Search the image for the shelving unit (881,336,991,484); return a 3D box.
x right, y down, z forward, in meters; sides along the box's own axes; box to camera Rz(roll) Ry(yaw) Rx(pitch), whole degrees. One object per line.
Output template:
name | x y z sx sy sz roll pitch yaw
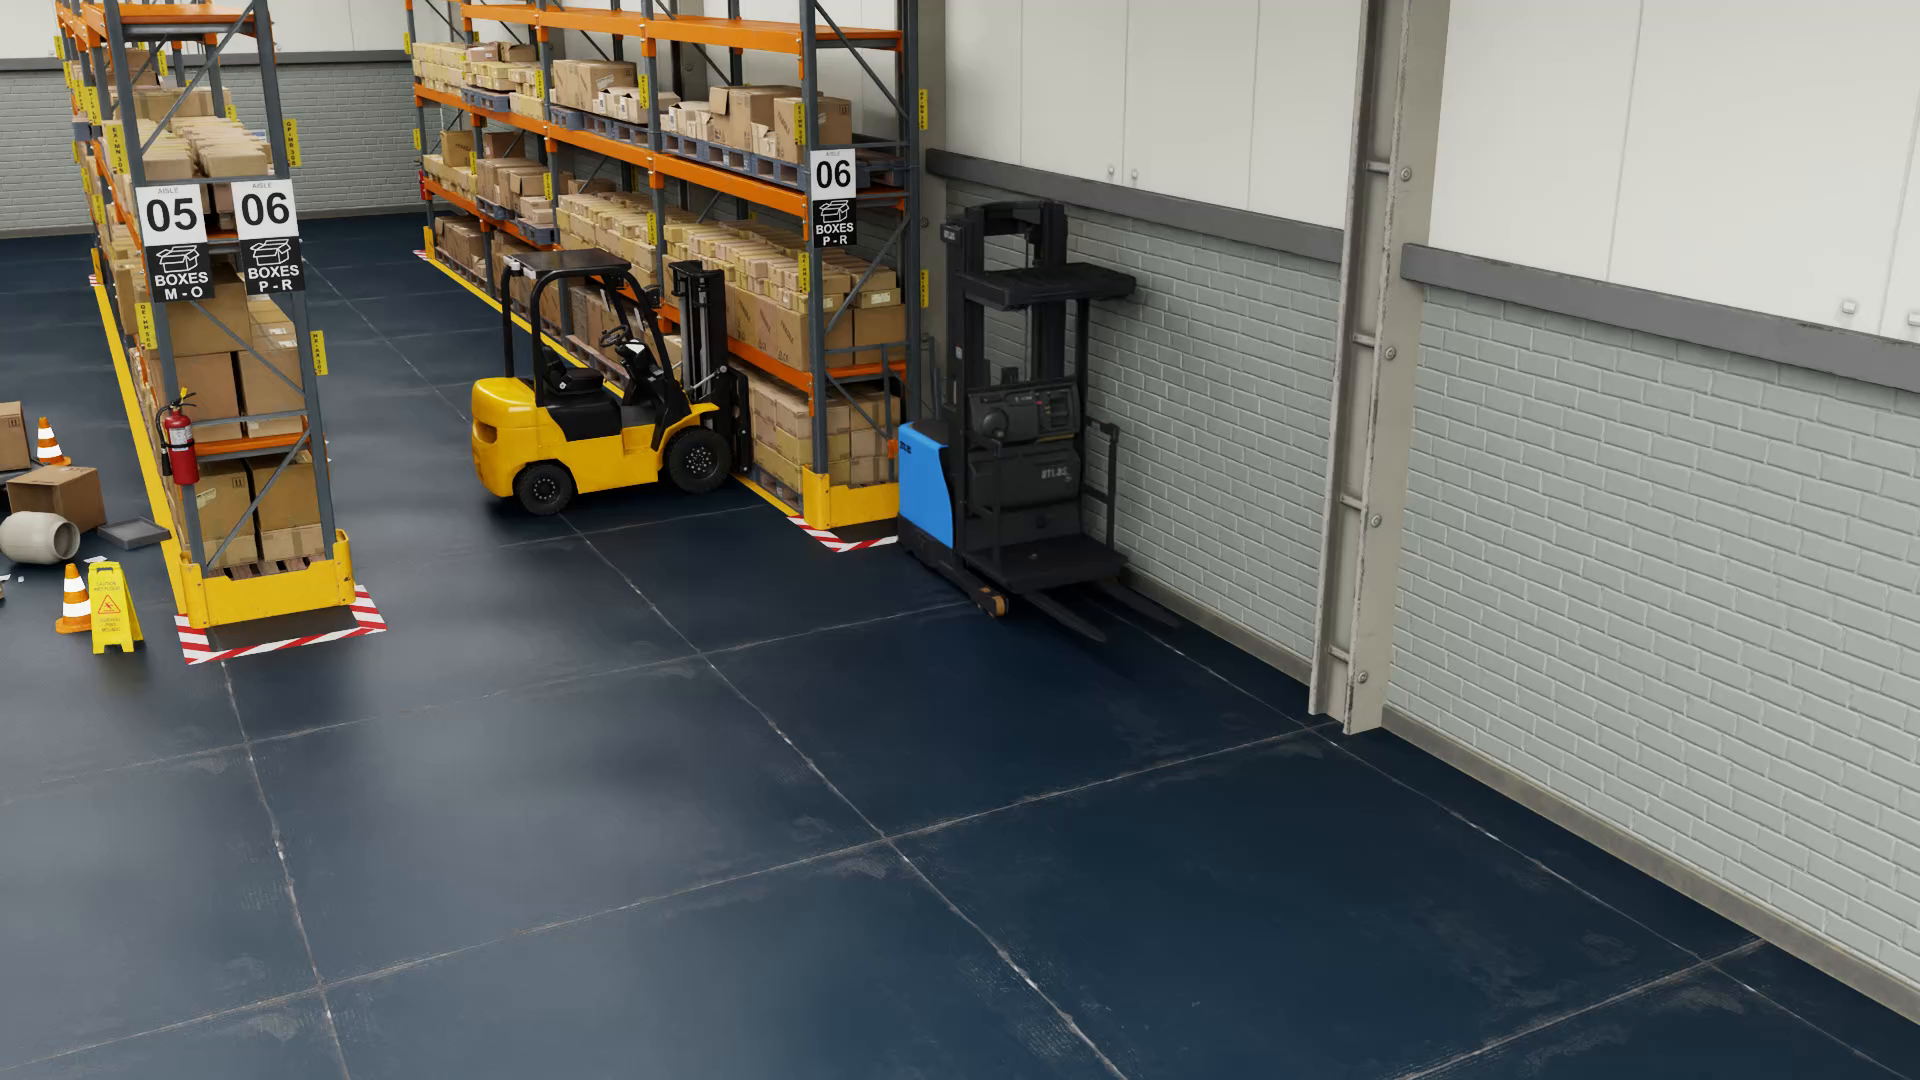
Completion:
shelving unit | -0.191 -0.885 14.270 0.587 1.500 1.083 -12 22 -25

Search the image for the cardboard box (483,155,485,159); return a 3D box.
cardboard box | -7.712 -6.068 26.892 0.500 0.250 0.500 -10 21 -26

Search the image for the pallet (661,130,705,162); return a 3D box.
pallet | -2.282 -3.928 16.453 1.003 0.211 1.213 -10 21 -27

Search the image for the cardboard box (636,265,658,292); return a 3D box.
cardboard box | -3.179 -2.826 17.952 0.500 0.250 0.500 -9 21 -25

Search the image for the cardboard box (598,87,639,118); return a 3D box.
cardboard box | -3.632 -4.805 18.197 0.500 0.311 0.500 -11 22 -28

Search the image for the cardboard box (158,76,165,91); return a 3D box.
cardboard box | -10.272 -5.673 20.868 0.500 0.311 0.500 -10 21 -27

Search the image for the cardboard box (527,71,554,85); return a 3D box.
cardboard box | -5.235 -5.830 20.993 0.380 0.149 0.250 -11 22 -28

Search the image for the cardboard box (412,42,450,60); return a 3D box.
cardboard box | -8.418 -7.795 26.532 0.500 0.250 0.500 -10 22 -27

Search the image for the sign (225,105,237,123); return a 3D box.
sign | -6.602 -3.771 15.071 0.100 0.325 0.005 -10 21 -27

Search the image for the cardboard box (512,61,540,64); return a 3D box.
cardboard box | -5.995 -6.566 23.094 0.380 0.149 0.250 -10 22 -28

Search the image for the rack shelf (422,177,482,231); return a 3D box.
rack shelf | -7.458 -5.323 26.062 1.077 0.370 4.000 -10 21 -27

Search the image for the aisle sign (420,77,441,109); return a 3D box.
aisle sign | -8.699 -7.440 27.110 0.394 0.787 0.004 -10 21 -27

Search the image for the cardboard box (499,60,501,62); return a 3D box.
cardboard box | -6.493 -6.999 24.226 0.500 0.250 0.500 -10 22 -27

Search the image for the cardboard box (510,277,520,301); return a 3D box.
cardboard box | -5.982 -3.637 23.261 0.500 0.500 0.500 -11 22 -28

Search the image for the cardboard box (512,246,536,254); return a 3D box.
cardboard box | -6.099 -4.052 23.471 0.380 0.149 0.250 -10 22 -28

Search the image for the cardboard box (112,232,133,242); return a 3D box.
cardboard box | -6.835 -2.373 14.268 0.700 0.500 0.500 -10 21 -26

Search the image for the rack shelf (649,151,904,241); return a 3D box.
rack shelf | -1.760 -3.296 15.590 1.077 0.370 4.000 -10 21 -27

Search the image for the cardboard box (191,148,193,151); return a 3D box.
cardboard box | -6.159 -3.132 13.784 0.500 0.250 0.500 -10 22 -28

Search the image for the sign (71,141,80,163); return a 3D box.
sign | -13.266 -5.830 24.979 0.100 0.325 0.005 -10 21 -27

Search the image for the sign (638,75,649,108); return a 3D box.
sign | -3.182 -4.517 16.749 0.100 0.325 0.005 -10 21 -27

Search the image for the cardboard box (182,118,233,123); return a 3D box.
cardboard box | -6.542 -3.579 14.468 0.380 0.149 0.250 -11 22 -28

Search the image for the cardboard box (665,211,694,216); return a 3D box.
cardboard box | -3.246 -3.655 18.977 0.380 0.149 0.250 -10 21 -27

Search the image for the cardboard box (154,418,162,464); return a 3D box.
cardboard box | -6.769 -0.913 14.600 0.500 0.500 0.500 -9 21 -24

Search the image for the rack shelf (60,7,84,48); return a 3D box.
rack shelf | -9.925 -6.052 19.590 1.077 0.370 4.000 -10 21 -27

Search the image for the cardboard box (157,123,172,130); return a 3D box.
cardboard box | -7.481 -3.713 15.282 0.500 0.250 0.500 -10 22 -28

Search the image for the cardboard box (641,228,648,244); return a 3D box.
cardboard box | -3.206 -3.281 17.895 0.380 0.149 0.250 -10 22 -27

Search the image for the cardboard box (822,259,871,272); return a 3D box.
cardboard box | -1.014 -2.422 14.949 0.380 0.149 0.250 -10 21 -26

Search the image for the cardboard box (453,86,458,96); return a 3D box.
cardboard box | -7.285 -6.666 24.638 0.380 0.149 0.250 -10 21 -27

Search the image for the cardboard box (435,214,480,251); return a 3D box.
cardboard box | -8.201 -5.065 27.396 0.797 0.503 0.637 -11 22 -29

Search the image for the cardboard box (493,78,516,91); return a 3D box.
cardboard box | -5.964 -6.049 22.053 0.380 0.149 0.250 -9 21 -25

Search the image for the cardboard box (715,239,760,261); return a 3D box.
cardboard box | -2.138 -2.792 16.020 0.380 0.149 0.250 -10 21 -27

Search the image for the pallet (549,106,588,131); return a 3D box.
pallet | -4.208 -5.088 19.970 1.213 0.211 1.003 -9 21 -24

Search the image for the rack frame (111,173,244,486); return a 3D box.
rack frame | -7.076 -2.023 15.394 1.000 3.000 0.127 -10 21 -27

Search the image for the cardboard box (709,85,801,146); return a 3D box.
cardboard box | -1.877 -3.929 15.367 0.797 0.503 0.637 -9 21 -25

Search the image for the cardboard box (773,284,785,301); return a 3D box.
cardboard box | -1.438 -2.207 14.781 0.380 0.149 0.250 -10 21 -26

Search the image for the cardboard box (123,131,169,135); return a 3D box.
cardboard box | -6.547 -3.192 13.349 0.380 0.149 0.250 -10 22 -27

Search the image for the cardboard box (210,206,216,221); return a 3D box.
cardboard box | -5.487 -2.529 12.649 0.380 0.149 0.250 -10 21 -27

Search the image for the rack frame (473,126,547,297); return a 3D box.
rack frame | -6.508 -5.089 24.281 1.000 3.000 0.127 -10 21 -27

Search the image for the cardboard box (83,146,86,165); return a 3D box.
cardboard box | -11.576 -5.079 22.565 0.500 0.500 0.500 -10 22 -27

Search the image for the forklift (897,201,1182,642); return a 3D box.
forklift | 0.591 -0.969 12.447 1.130 2.935 3.031 -9 21 -25

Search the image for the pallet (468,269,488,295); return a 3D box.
pallet | -6.834 -3.968 25.308 1.003 0.211 1.213 -10 21 -27

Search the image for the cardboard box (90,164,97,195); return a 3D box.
cardboard box | -10.417 -4.382 20.546 0.500 0.500 0.500 -11 22 -28

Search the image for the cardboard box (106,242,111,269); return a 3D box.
cardboard box | -9.701 -3.349 19.469 0.500 0.250 0.500 -10 21 -26

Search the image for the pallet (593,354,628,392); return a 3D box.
pallet | -3.677 -2.030 19.692 1.003 0.211 1.213 -10 21 -27

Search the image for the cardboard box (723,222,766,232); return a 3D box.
cardboard box | -2.209 -3.164 17.098 0.380 0.149 0.250 -11 22 -28

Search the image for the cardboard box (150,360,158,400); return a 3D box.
cardboard box | -5.910 -1.320 12.748 0.500 0.500 0.500 -10 21 -27

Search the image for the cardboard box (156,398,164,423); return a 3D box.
cardboard box | -6.012 -1.031 12.907 0.380 0.149 0.250 -10 21 -26

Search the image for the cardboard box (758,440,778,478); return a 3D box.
cardboard box | -1.539 -0.773 15.345 0.500 0.250 0.500 -10 21 -27

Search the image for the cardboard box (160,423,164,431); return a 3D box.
cardboard box | -6.260 -0.867 13.474 0.380 0.149 0.250 -9 21 -24

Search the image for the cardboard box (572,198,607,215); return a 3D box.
cardboard box | -4.444 -4.011 20.010 0.380 0.149 0.250 -9 21 -25

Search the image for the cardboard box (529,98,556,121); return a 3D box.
cardboard box | -5.066 -5.398 20.806 0.500 0.250 0.500 -11 22 -28

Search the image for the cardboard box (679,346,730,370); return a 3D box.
cardboard box | -2.522 -1.828 16.869 0.500 0.250 0.500 -10 21 -27

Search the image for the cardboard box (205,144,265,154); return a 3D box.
cardboard box | -5.364 -2.835 12.314 0.380 0.149 0.250 -10 21 -27

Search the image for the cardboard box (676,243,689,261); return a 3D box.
cardboard box | -2.665 -2.940 16.905 0.380 0.149 0.250 -9 21 -25

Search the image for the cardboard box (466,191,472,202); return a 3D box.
cardboard box | -7.169 -5.165 24.886 0.380 0.149 0.250 -9 21 -25

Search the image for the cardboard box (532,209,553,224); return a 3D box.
cardboard box | -5.258 -4.150 21.300 0.380 0.149 0.250 -10 21 -26

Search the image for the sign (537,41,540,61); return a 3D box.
sign | -6.022 -7.025 23.895 0.100 0.325 0.005 -10 21 -27
